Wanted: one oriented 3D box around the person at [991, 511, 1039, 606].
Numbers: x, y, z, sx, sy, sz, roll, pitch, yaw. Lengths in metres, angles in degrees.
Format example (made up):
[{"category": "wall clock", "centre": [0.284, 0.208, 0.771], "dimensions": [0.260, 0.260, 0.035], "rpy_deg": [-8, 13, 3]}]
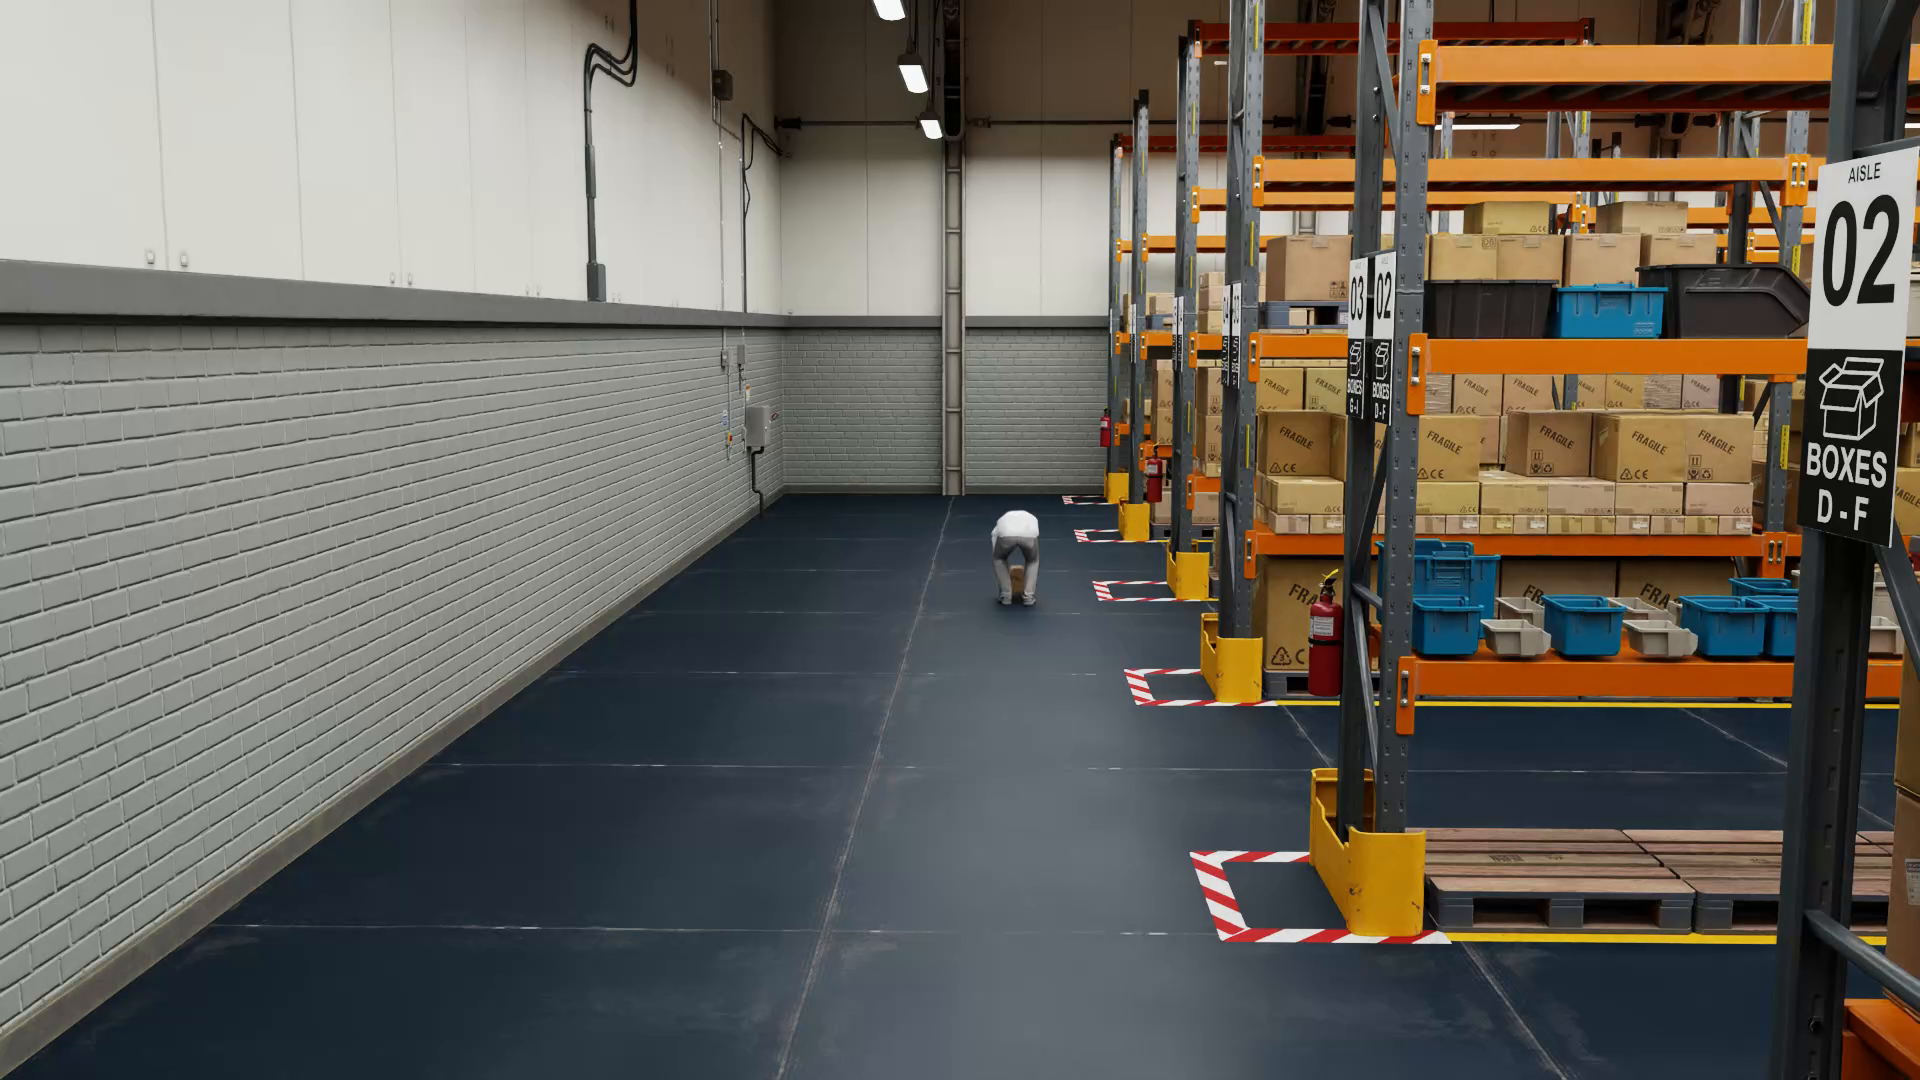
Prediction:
[{"category": "person", "centre": [0.582, 0.157, 17.554], "dimensions": [0.499, 0.980, 0.974], "rpy_deg": [0, 7, -2]}]
